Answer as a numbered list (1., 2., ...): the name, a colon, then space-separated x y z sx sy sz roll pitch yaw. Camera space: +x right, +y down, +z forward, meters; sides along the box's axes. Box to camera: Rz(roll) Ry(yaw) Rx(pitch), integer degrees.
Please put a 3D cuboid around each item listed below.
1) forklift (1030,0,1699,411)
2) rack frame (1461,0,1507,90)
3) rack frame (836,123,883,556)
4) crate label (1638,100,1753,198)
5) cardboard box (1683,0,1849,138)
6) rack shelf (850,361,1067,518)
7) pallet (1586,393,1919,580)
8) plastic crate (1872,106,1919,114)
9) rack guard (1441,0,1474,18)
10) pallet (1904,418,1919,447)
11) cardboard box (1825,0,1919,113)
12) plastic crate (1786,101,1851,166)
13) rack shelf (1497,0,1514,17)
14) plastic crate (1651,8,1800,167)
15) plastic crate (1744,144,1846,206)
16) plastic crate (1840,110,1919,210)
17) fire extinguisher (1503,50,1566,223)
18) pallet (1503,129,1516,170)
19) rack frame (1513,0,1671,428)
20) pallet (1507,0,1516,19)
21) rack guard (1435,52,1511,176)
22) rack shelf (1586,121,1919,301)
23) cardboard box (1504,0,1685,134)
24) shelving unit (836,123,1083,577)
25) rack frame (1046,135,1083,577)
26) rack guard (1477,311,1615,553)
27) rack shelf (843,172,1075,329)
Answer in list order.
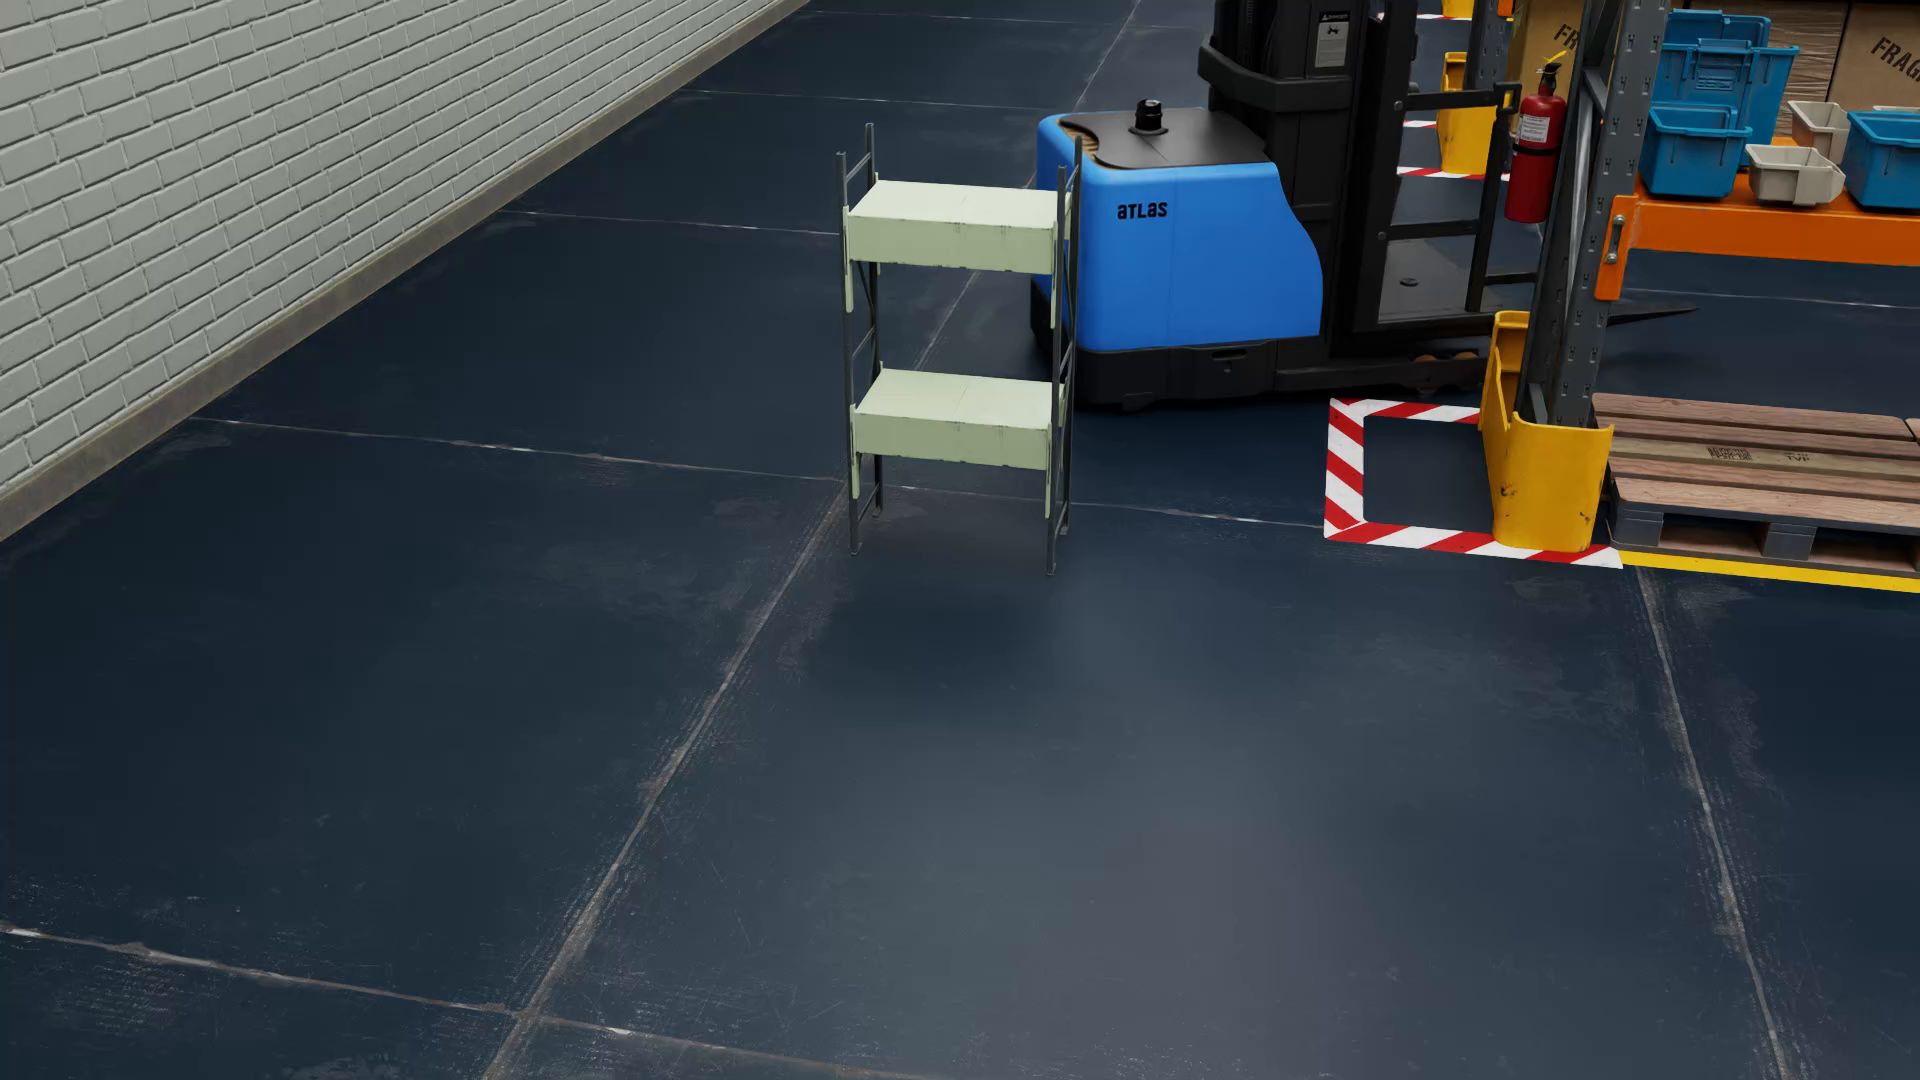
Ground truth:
1. forklift: 1.905 -2.187 7.192 3.031 2.935 1.130 -5 29 -10
2. rack frame: 3.348 -3.882 10.217 0.127 3.000 1.000 6 29 11
3. rack frame: -0.351 -0.694 5.956 0.023 1.500 0.400 6 29 11
4. crate label: 2.486 -1.329 5.666 0.303 0.233 0.416 6 29 11
5. cardboard box: 4.881 -3.016 10.411 0.875 0.875 0.875 6 29 11
6. rack shelf: 0.007 -0.371 6.045 0.720 0.370 0.431 6 29 11
7. pallet: 3.112 -0.232 6.453 1.213 0.211 1.003 6 29 11
8. plastic crate: 3.429 -1.434 5.957 0.243 0.136 0.396 6 29 11
9. rack guard: 4.557 -5.097 15.039 0.348 0.500 1.175 6 29 11
10. pallet: 4.302 -0.108 6.228 1.213 0.211 1.003 6 29 11
11. cardboard box: 5.751 -2.927 10.248 0.875 0.875 0.875 6 29 11
12. plastic crate: 3.149 -1.470 6.023 0.243 0.136 0.396 6 29 11
13. rack shelf: 5.304 -3.366 10.023 4.000 0.370 1.077 6 29 11
14. plastic crate: 2.680 -1.652 6.044 0.499 0.435 0.616 6 29 11
15. plastic crate: 2.783 -1.216 5.559 0.298 0.136 0.250 6 29 11
16. plastic crate: 3.130 -1.263 5.545 0.300 0.233 0.416 6 29 11
17. fire extinguisher: 2.261 -1.587 6.493 0.183 0.674 0.296 6 29 11
18. pallet: 4.146 -2.615 10.807 1.213 0.211 1.003 6 29 11
19. rack frame: 2.314 -1.556 5.968 0.127 3.000 1.000 6 29 11
20. pallet: 5.344 -4.872 14.929 1.213 0.211 1.003 6 29 11
21. rack guard: 3.325 -2.788 10.821 0.348 0.500 1.175 6 29 11
22. rack shelf: 4.270 -1.040 5.774 4.000 0.370 1.077 6 29 11
23. cardboard box: 3.991 -3.107 10.577 0.875 0.875 0.875 6 29 11
24. shelving unit: 0.007 -0.657 5.889 0.755 1.500 0.431 6 29 11
25. rack frame: 0.364 -0.620 5.822 0.023 1.500 0.400 6 29 11
26. rack guard: 2.288 -0.455 6.561 0.348 0.500 1.175 6 29 11
27. rack shelf: 0.007 -1.000 5.701 0.720 0.370 0.431 6 29 11
